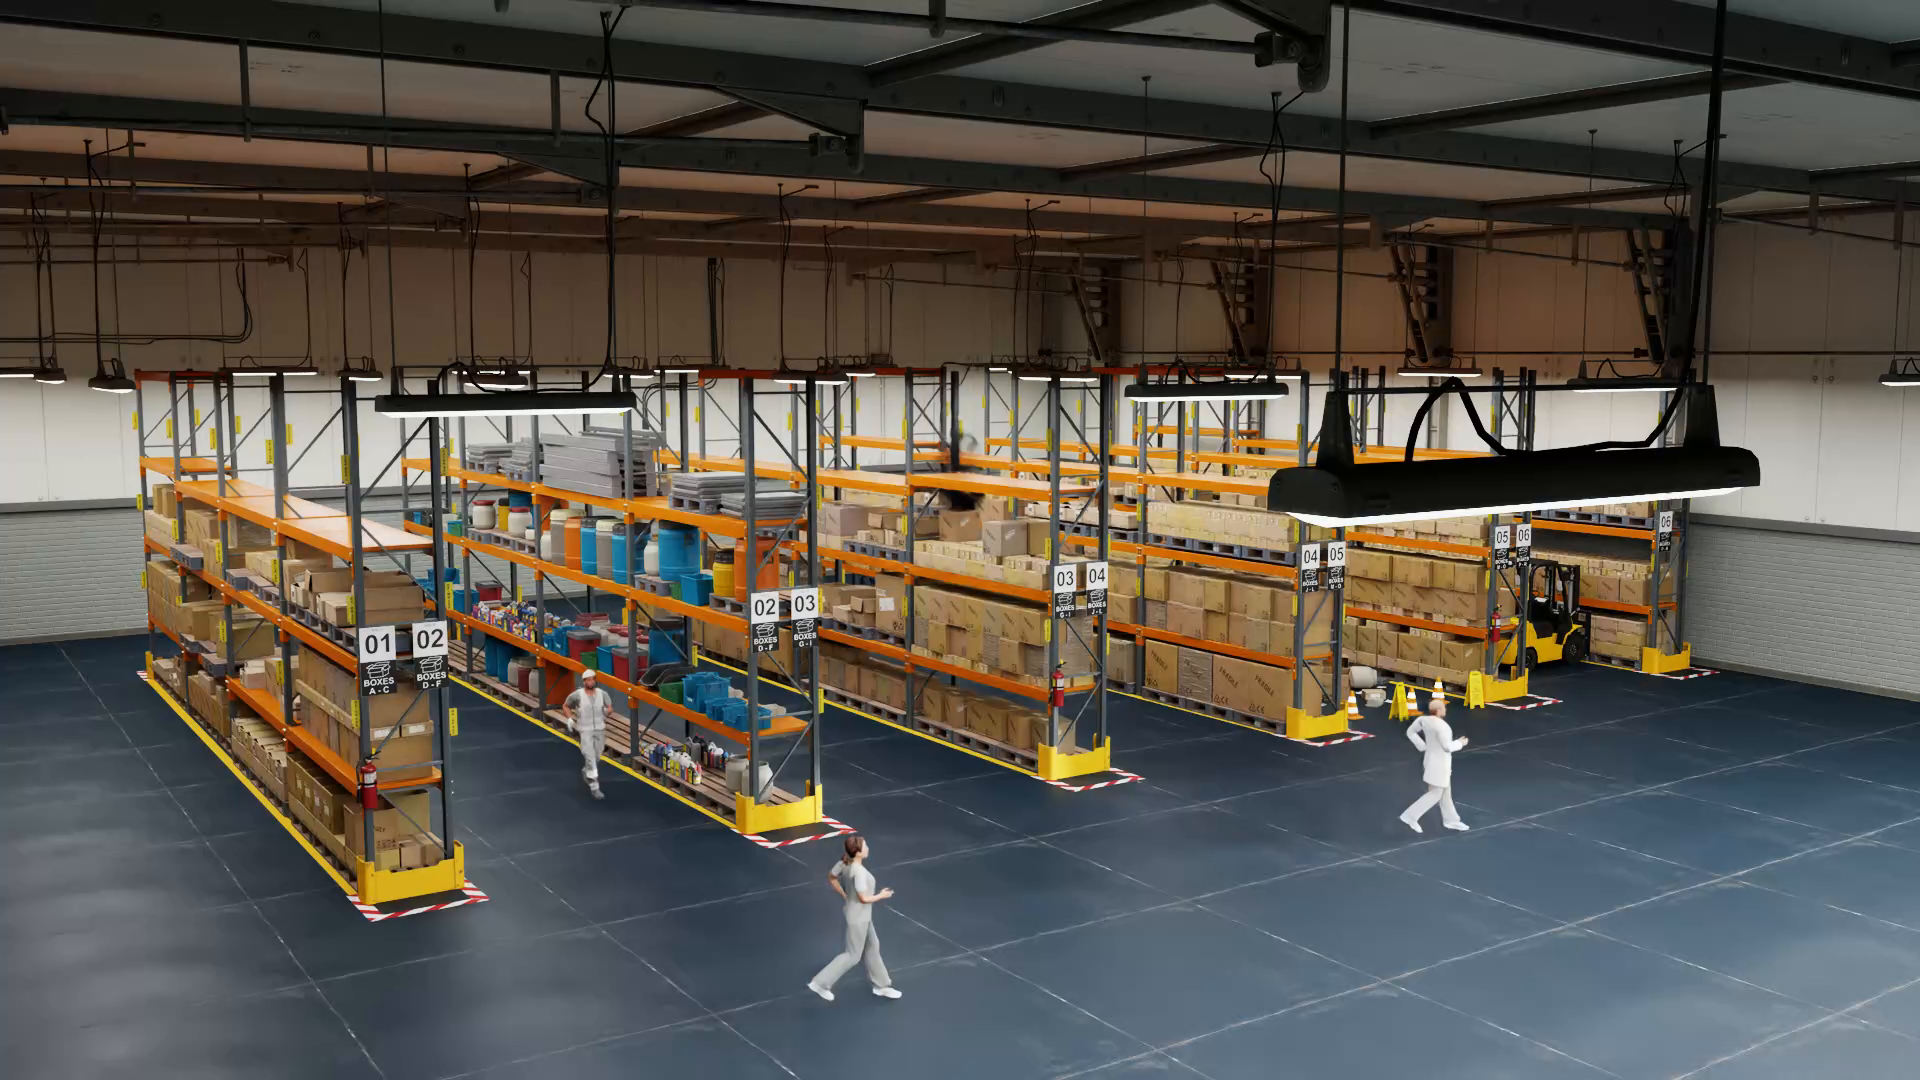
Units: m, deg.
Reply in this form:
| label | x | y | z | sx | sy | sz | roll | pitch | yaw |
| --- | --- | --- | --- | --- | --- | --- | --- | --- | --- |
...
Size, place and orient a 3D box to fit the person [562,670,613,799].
| label | x | y | z | sx | sy | sz | roll | pitch | yaw |
| --- | --- | --- | --- | --- | --- | --- | --- | --- | --- |
| person | -5.278 | 2.731 | 23.783 | 0.659 | 1.774 | 1.002 | -4 | 8 | -35 |

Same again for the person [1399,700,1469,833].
| label | x | y | z | sx | sy | sz | roll | pitch | yaw |
| --- | --- | --- | --- | --- | --- | --- | --- | --- | --- |
| person | 6.235 | 3.008 | 21.752 | 1.034 | 1.696 | 0.701 | -1 | 7 | -9 |

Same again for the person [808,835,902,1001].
| label | x | y | z | sx | sy | sz | roll | pitch | yaw |
| --- | --- | --- | --- | --- | --- | --- | --- | --- | --- |
| person | -1.013 | 3.680 | 16.085 | 0.956 | 1.684 | 0.566 | -2 | 7 | -18 |

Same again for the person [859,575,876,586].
| label | x | y | z | sx | sy | sz | roll | pitch | yaw |
| --- | --- | --- | --- | --- | --- | --- | --- | --- | --- |
| person | -2.339 | 0.704 | 42.833 | 0.810 | 1.624 | 0.520 | -3 | 7 | -26 |
